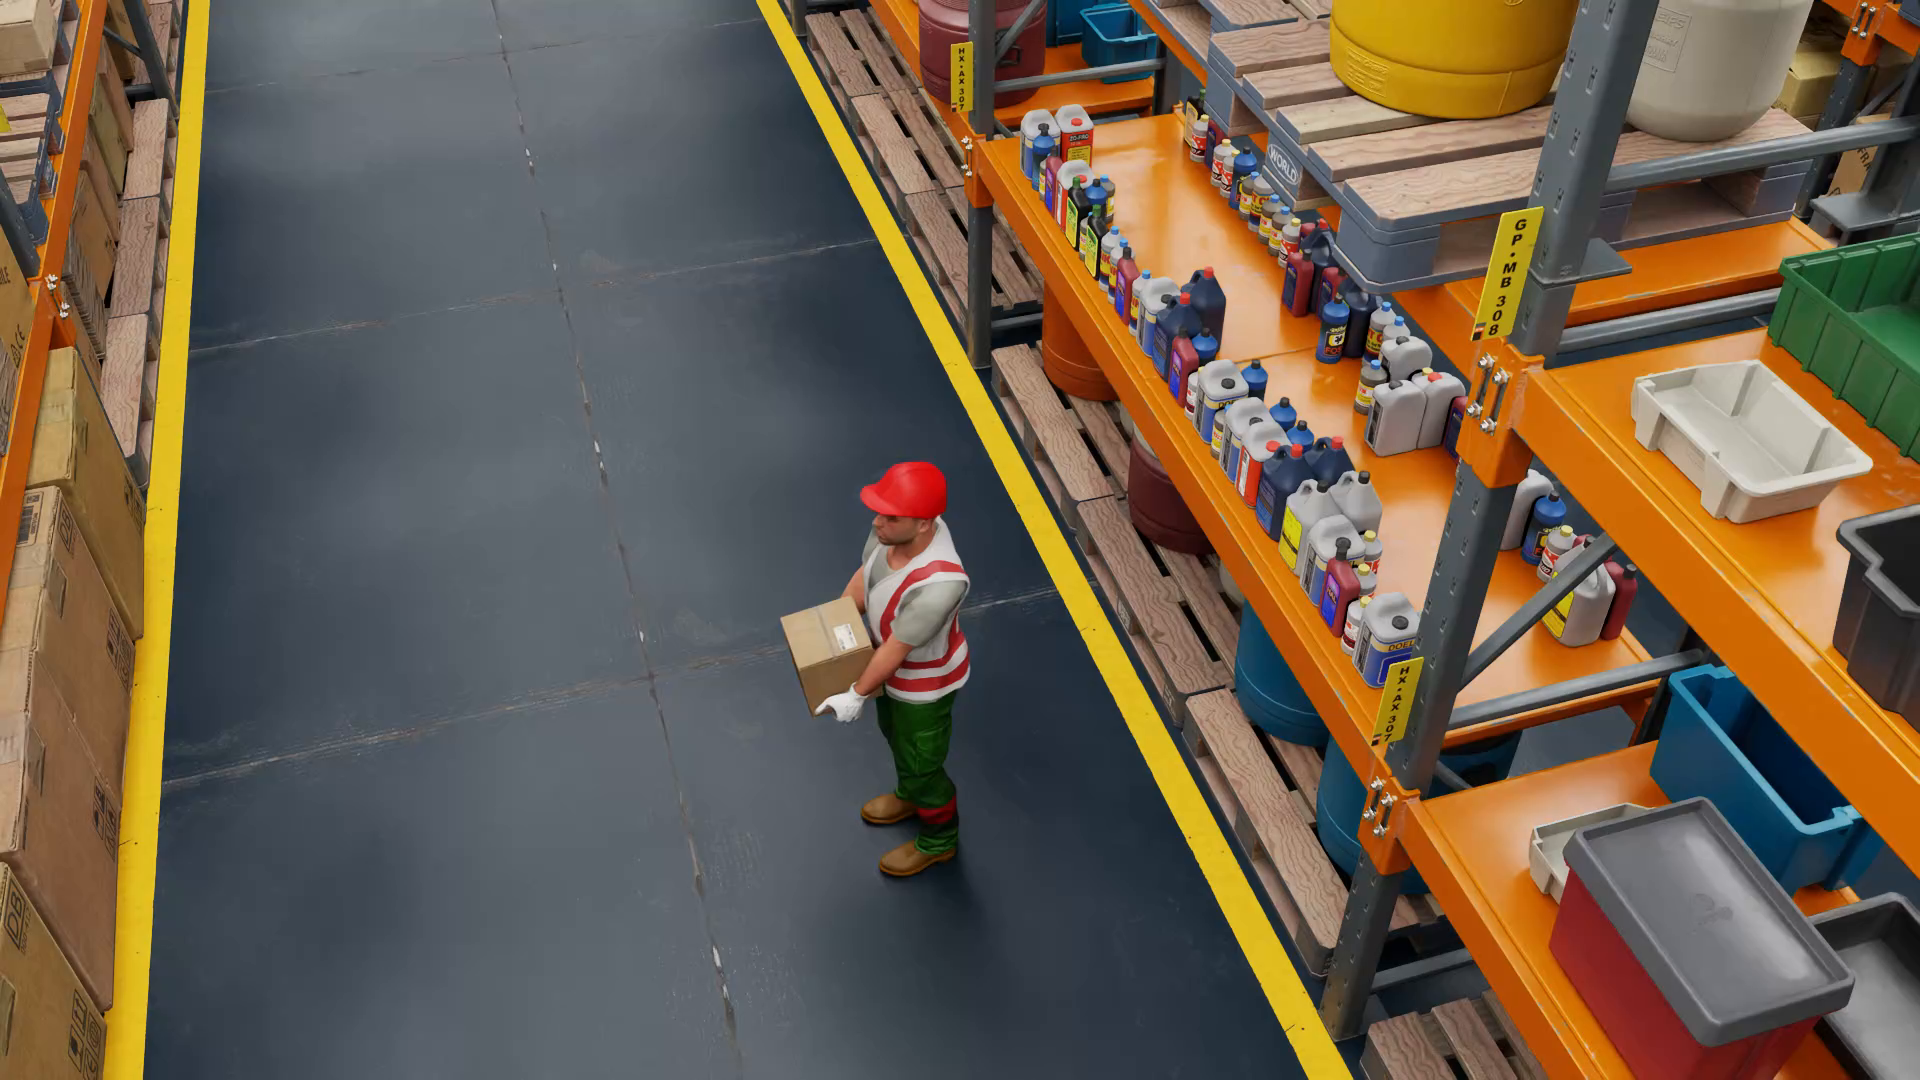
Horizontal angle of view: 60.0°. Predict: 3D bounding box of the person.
[{"bbox_3d":[-0.250,0.461,5.627,0.554,1.787,0.495,-12,43,-13],"label":"person"}]
